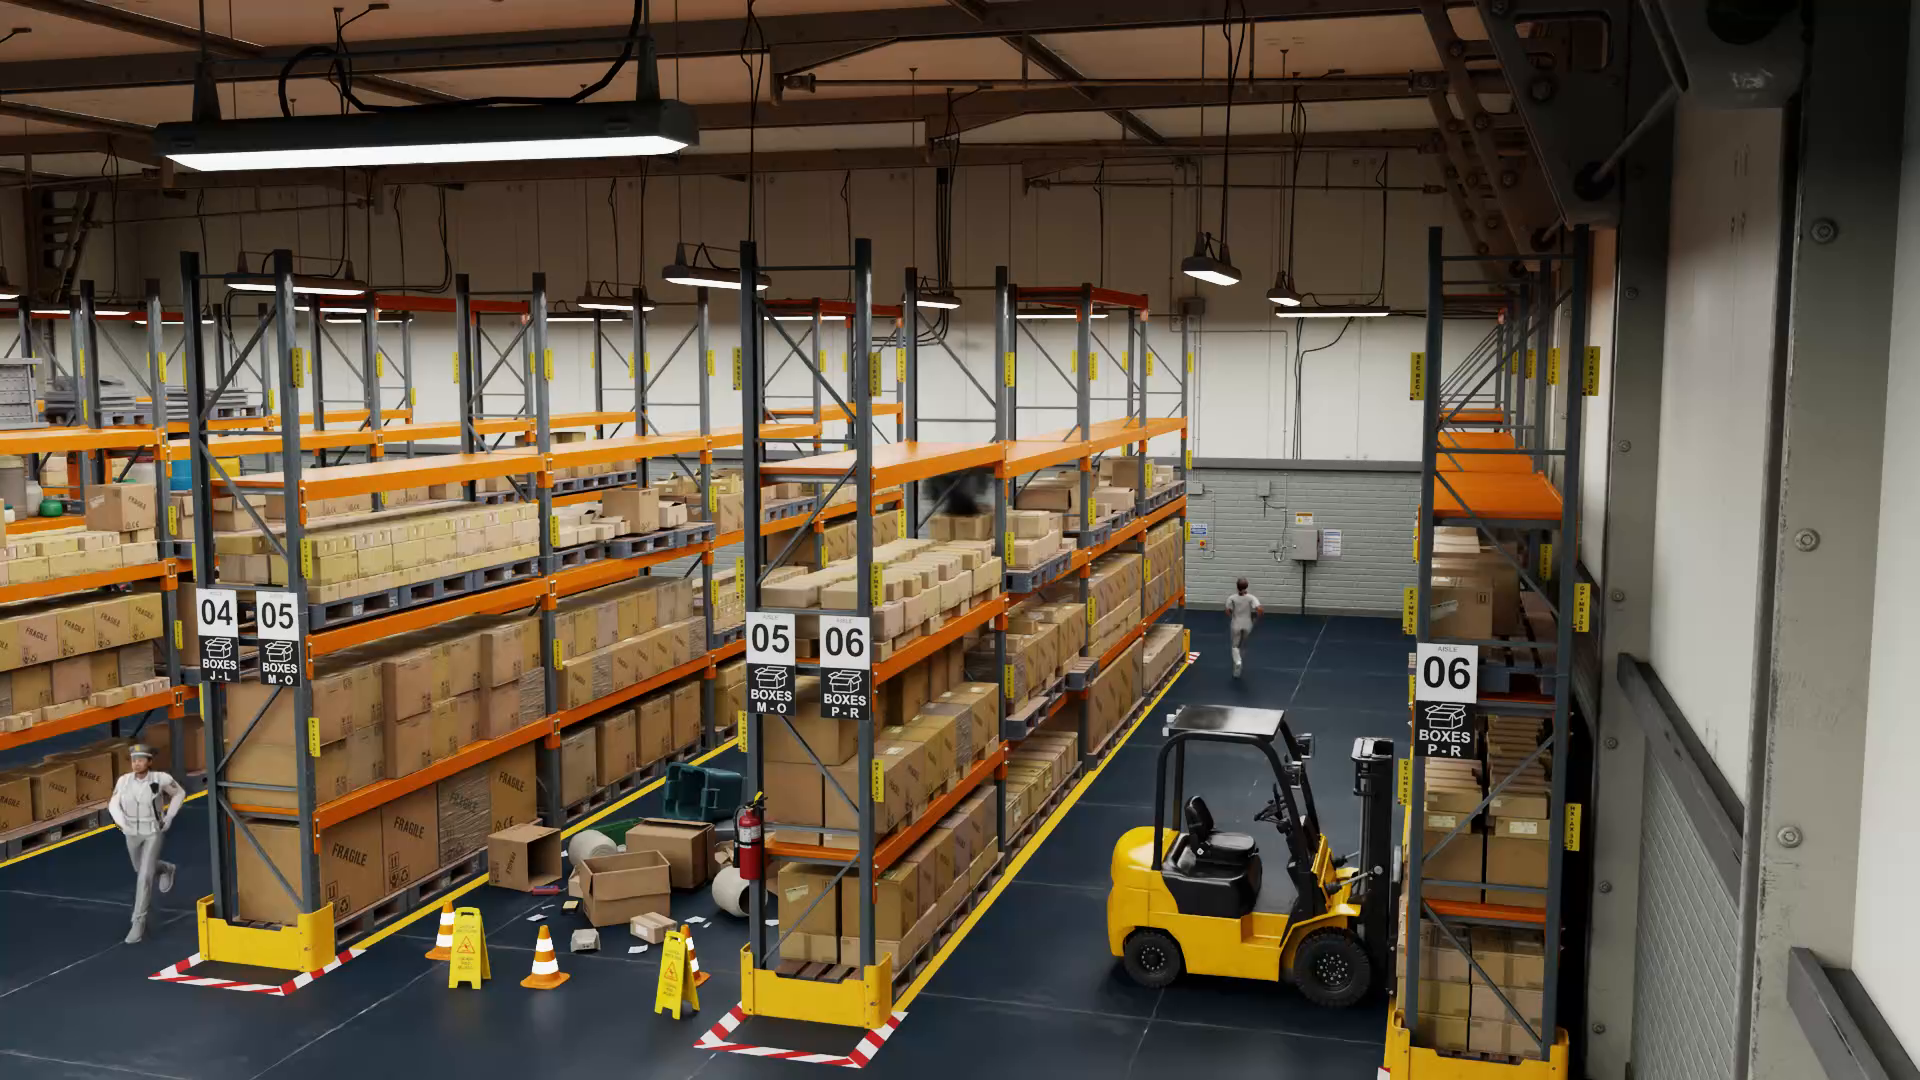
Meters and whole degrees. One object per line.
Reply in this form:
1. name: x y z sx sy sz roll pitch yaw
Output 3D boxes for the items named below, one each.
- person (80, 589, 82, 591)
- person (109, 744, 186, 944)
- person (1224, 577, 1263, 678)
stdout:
1. person: -14.307 1.304 26.712 0.735 1.738 0.801 3 7 25
2. person: -7.401 2.662 15.069 0.539 1.701 1.092 0 6 0
3. person: 4.476 1.405 26.373 0.597 1.637 0.783 0 6 -1
